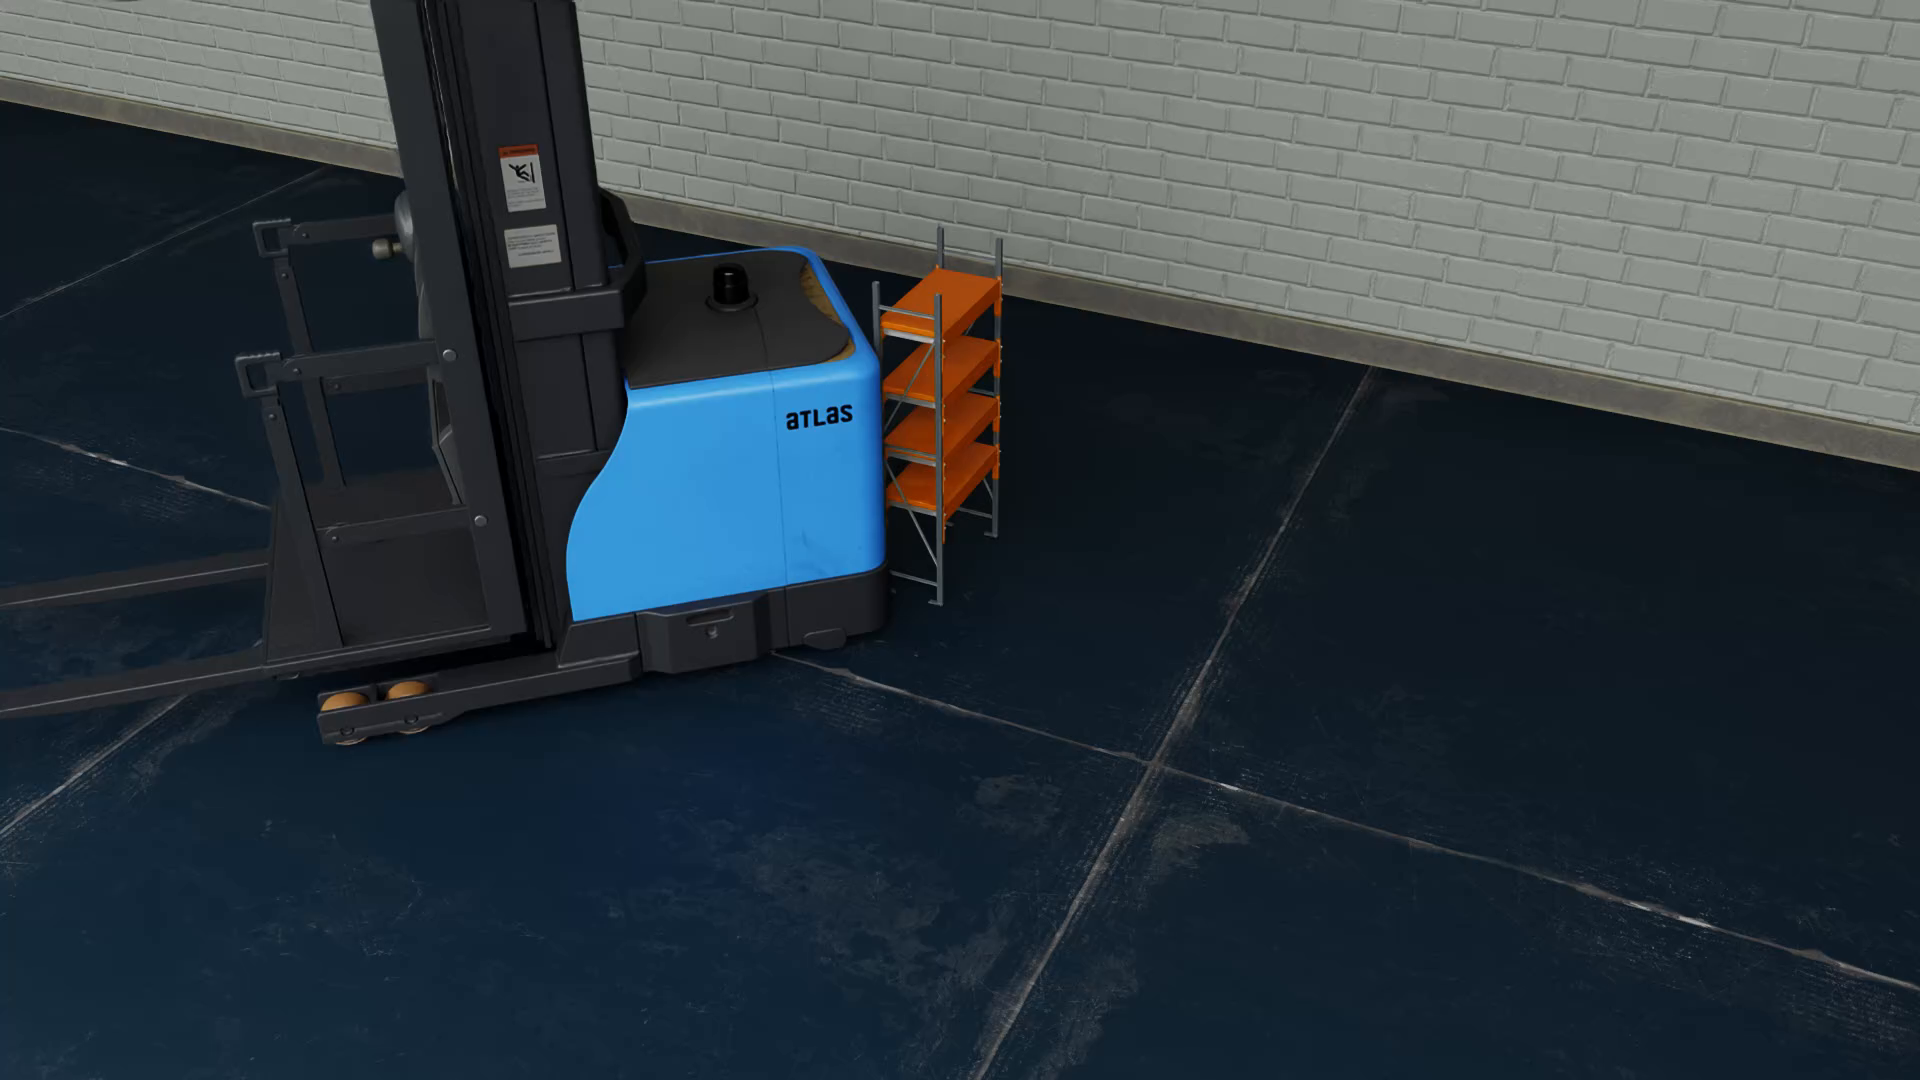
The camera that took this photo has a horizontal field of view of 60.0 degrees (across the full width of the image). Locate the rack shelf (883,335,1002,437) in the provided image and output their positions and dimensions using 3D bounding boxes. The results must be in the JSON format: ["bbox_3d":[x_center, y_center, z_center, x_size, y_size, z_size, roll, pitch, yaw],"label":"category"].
[{"bbox_3d":[-0.068,-0.550,5.710,0.258,0.148,0.480,14,36,20],"label":"rack shelf"}]

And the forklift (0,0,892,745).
[{"bbox_3d":[-1.811,-0.901,4.951,3.031,2.935,1.130,-9,34,-14],"label":"forklift"}]

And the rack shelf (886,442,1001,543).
[{"bbox_3d":[-0.068,-0.197,5.941,0.258,0.148,0.480,14,36,20],"label":"rack shelf"}]

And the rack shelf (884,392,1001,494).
[{"bbox_3d":[-0.068,-0.363,5.832,0.258,0.148,0.480,14,36,20],"label":"rack shelf"}]

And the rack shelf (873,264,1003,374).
[{"bbox_3d":[-0.068,-0.748,5.580,0.258,0.148,0.480,14,36,20],"label":"rack shelf"}]

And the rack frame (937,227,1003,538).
[{"bbox_3d":[0.033,-0.541,5.981,0.240,1.200,0.015,14,36,20],"label":"rack frame"}]

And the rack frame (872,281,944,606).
[{"bbox_3d":[-0.169,-0.298,5.610,0.240,1.200,0.015,14,36,20],"label":"rack frame"}]

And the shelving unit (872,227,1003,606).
[{"bbox_3d":[-0.068,-0.420,5.796,0.258,1.200,0.503,14,36,20],"label":"shelving unit"}]
